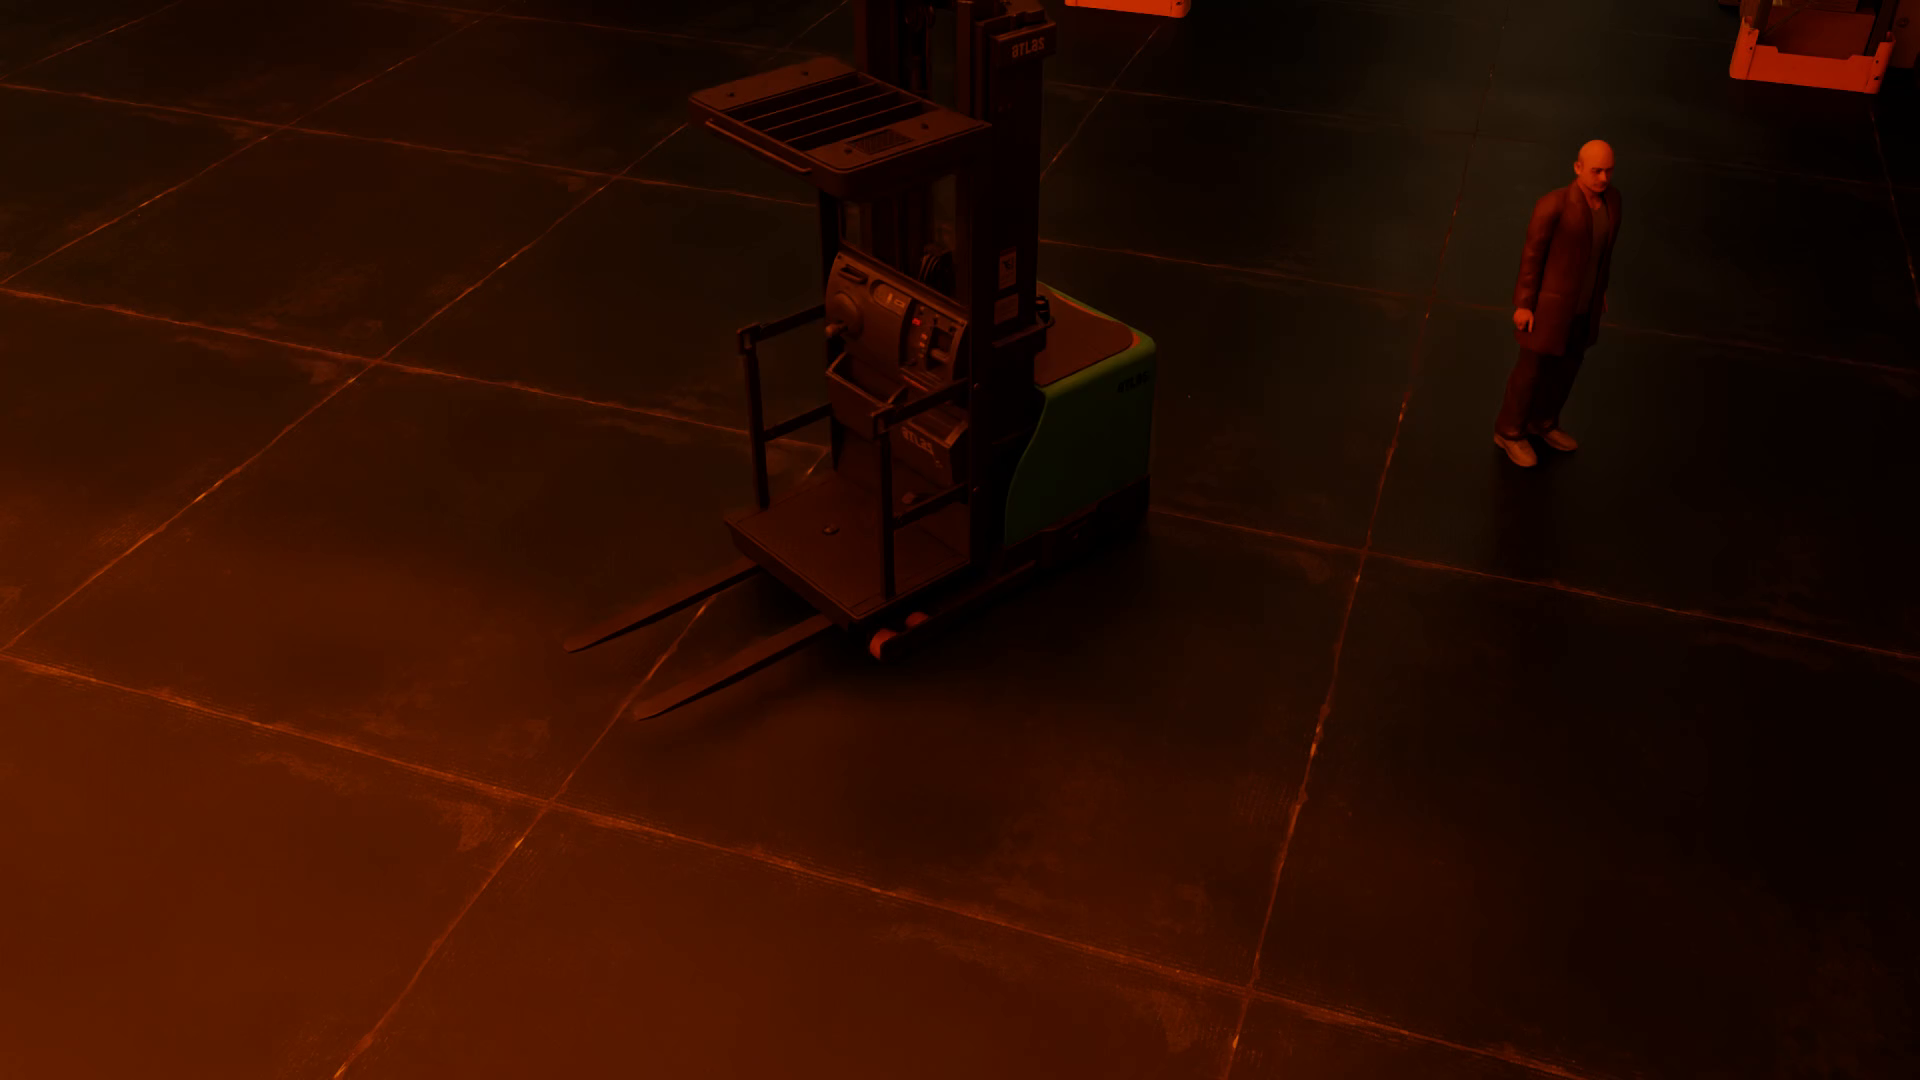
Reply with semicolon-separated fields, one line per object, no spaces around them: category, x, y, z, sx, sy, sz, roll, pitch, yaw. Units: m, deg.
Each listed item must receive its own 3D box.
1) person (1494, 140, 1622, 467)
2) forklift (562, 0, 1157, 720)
person;3.247;-1.221;8.906;0.612;1.692;0.405;-16;38;-21
forklift;-0.456;-0.958;7.462;3.031;2.935;1.130;-27;43;-32
